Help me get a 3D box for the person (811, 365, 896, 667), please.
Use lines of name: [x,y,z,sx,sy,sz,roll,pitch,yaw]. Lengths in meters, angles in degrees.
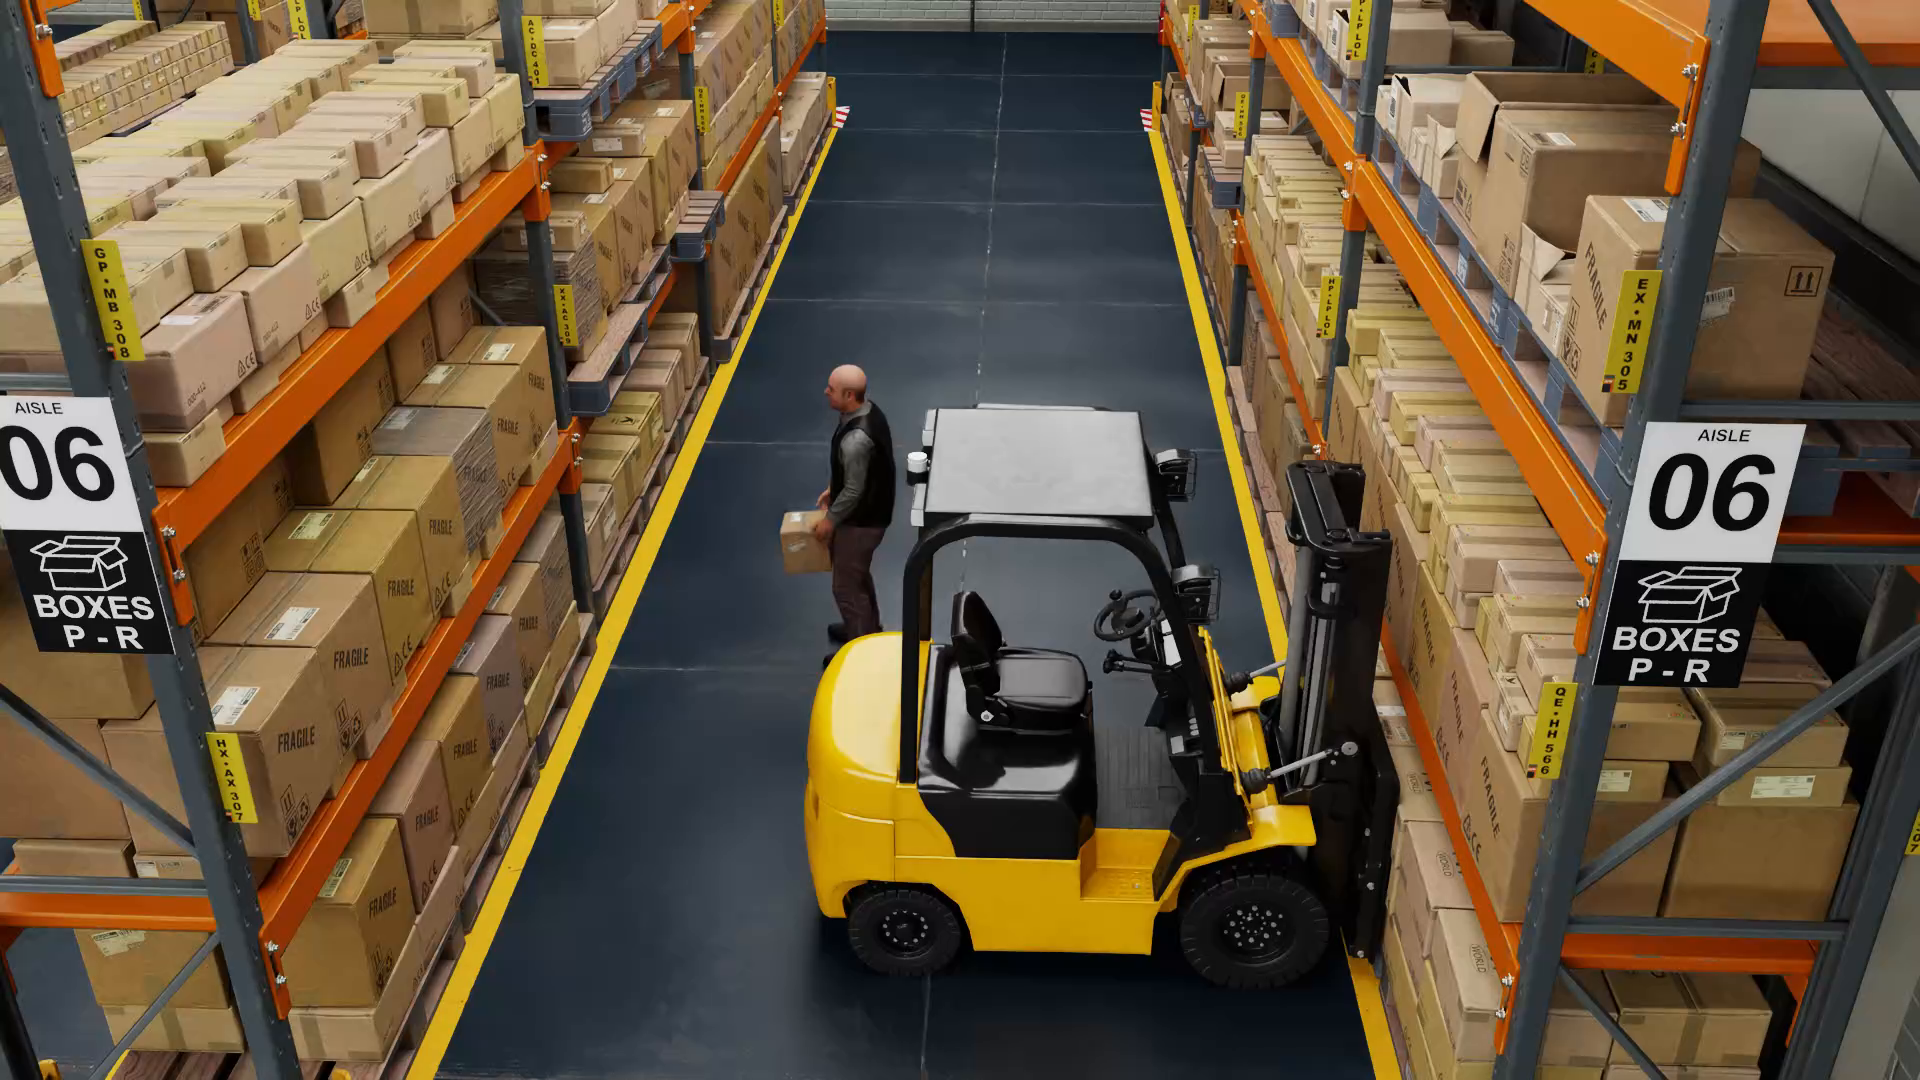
person: [-0.561,-0.128,8.883,0.446,1.727,0.551,0,28,1]
